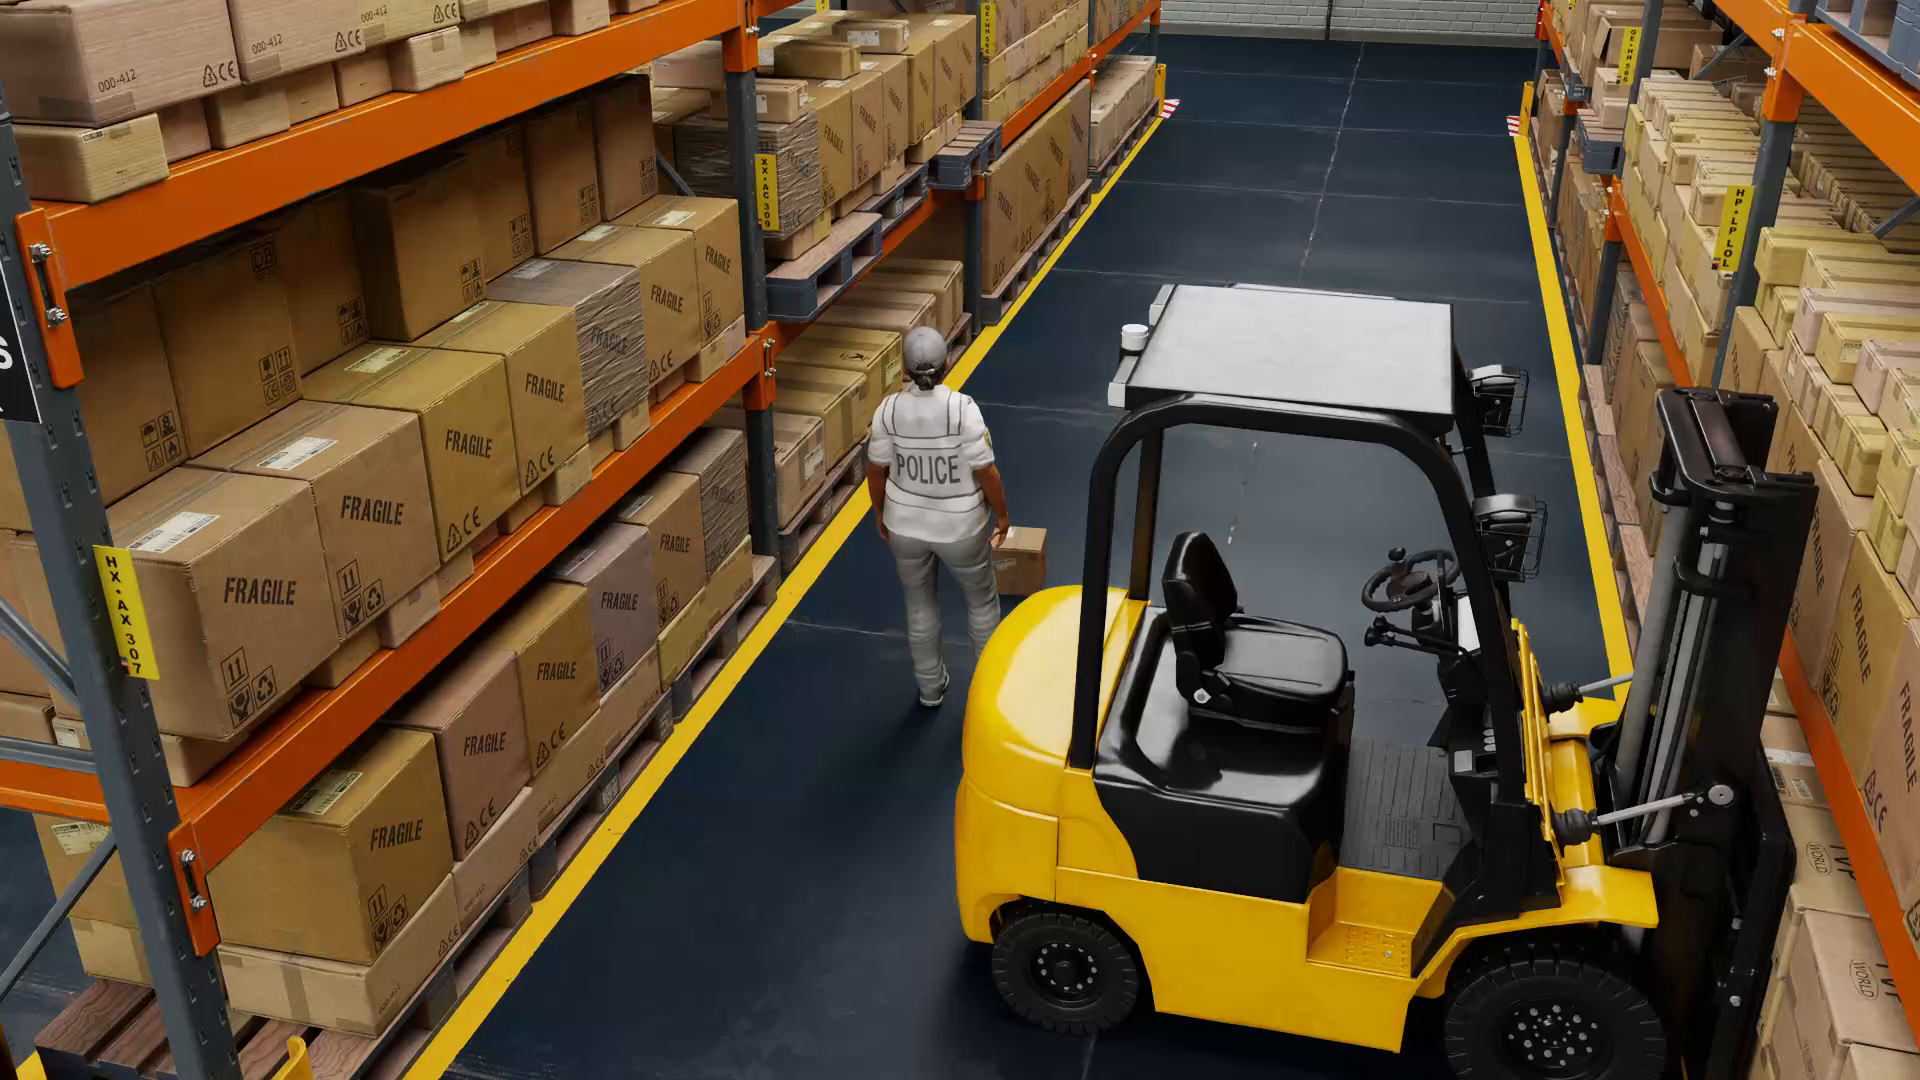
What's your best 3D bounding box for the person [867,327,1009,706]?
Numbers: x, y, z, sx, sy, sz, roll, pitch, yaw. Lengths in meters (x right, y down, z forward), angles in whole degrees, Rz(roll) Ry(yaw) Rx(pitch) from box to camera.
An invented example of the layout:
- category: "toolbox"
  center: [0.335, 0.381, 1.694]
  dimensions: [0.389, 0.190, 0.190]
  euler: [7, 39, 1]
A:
- category: "person"
  center: [-0.054, -0.095, 6.780]
  dimensions: [0.599, 1.671, 0.529]
  euler: [6, 26, 12]
